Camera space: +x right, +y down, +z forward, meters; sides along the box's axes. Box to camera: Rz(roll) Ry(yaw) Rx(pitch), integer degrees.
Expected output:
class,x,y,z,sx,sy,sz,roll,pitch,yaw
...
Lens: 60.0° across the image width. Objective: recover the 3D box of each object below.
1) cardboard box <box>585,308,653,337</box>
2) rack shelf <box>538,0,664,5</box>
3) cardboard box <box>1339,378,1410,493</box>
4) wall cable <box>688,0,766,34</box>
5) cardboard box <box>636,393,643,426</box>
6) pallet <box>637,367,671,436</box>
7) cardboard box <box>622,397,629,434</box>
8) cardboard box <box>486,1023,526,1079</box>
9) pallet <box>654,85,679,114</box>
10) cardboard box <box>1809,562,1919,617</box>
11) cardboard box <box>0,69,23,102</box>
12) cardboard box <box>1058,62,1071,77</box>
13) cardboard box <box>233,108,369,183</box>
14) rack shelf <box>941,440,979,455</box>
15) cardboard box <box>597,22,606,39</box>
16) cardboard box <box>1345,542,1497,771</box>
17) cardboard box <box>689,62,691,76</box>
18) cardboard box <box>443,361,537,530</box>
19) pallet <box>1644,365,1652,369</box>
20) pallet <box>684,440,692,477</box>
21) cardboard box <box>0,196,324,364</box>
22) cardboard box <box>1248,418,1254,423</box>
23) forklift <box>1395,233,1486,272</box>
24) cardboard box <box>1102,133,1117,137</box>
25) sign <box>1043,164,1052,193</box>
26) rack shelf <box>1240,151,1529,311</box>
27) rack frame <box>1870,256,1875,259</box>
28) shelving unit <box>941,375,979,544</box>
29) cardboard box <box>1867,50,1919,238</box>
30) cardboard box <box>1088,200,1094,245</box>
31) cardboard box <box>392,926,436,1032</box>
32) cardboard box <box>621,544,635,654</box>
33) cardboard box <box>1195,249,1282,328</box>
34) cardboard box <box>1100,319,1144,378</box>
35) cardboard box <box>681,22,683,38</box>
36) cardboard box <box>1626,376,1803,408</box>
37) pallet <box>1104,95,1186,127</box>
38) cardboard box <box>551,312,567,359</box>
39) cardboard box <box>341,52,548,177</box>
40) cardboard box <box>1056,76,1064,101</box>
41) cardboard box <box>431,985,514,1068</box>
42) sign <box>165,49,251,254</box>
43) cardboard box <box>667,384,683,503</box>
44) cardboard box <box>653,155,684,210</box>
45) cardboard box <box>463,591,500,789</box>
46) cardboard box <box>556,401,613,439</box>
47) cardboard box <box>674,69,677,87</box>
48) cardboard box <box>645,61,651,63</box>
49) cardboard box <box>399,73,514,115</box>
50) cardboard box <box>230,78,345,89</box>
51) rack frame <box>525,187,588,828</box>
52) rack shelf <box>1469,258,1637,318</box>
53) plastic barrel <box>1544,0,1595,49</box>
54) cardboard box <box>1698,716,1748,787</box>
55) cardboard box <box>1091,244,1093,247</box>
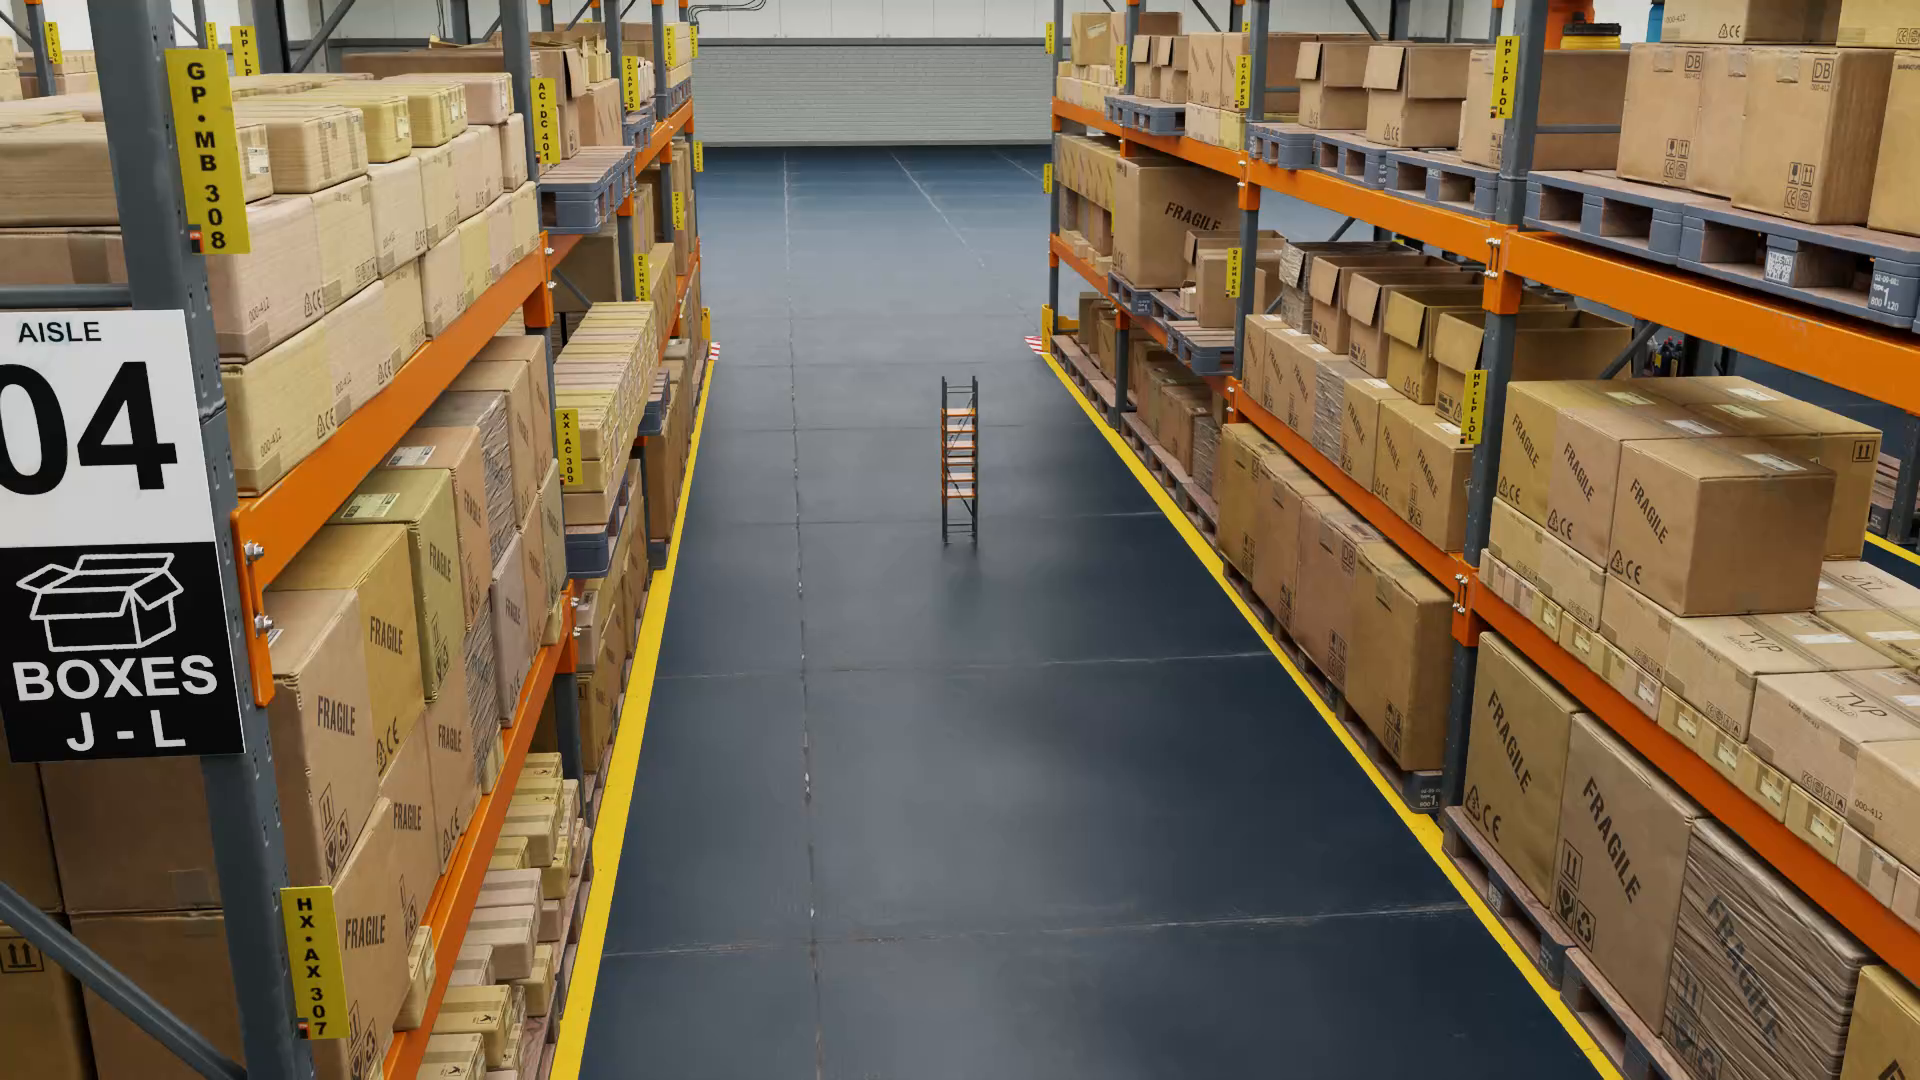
class,x,y,z,sx,sy,sz,roll,pitch,yaw
cardboard box,-2.062,-1.306,10.054,0.380,0.149,0.250,-2,18,-6
rack shelf,-2.798,-4.072,11.994,1.077,0.370,4.000,-2,18,-6
cardboard box,2.340,-0.561,8.790,0.500,0.500,0.500,-2,18,-6
wall cable,-6.730,-17.589,47.501,2.305,6.003,0.169,-2,18,-6
cardboard box,-1.957,-0.714,9.161,0.380,0.149,0.250,-1,17,-4
pallet,-2.412,-0.848,10.189,1.213,0.211,1.003,-2,18,-6
cardboard box,-1.876,-0.622,8.373,0.380,0.149,0.250,-1,17,-3
cardboard box,-1.675,1.769,5.594,0.380,0.149,0.250,-2,18,-6
pallet,-3.078,-3.973,14.964,1.003,0.211,1.213,-2,18,-6
cardboard box,3.180,0.280,6.032,0.500,0.250,0.500,-1,17,-5
cardboard box,-7.713,-3.547,13.010,0.500,0.250,0.500,-2,18,-7
cardboard box,1.256,-5.035,17.785,0.380,0.149,0.250,-1,17,-4
cardboard box,-1.562,-0.889,3.742,0.380,0.149,0.250,-2,17,-5
rack shelf,-0.001,-0.649,11.988,0.258,0.103,0.180,-2,18,-6
cardboard box,-3.465,-4.681,15.291,0.380,0.149,0.250,-2,18,-5
cardboard box,2.679,0.544,8.284,1.225,0.875,0.875,-2,18,-5
cardboard box,-3.020,-4.927,17.408,0.380,0.149,0.250,-2,18,-5
cardboard box,-1.803,-0.338,5.912,0.500,0.500,0.500,-2,18,-7
pallet,6.709,-1.851,17.722,1.003,0.211,1.213,-2,18,-6
pallet,-2.850,-0.782,14.315,1.003,0.211,1.213,-2,18,-6
cardboard box,-1.555,-0.505,3.184,0.500,0.250,0.500,-1,17,-5
cardboard box,2.253,-0.845,12.048,0.500,0.250,0.500,-1,17,-3
forklift,4.355,-2.195,14.276,1.130,2.935,3.031,-2,17,-5
cardboard box,1.830,-4.165,18.104,0.500,0.500,0.500,-2,18,-6
sign,0.987,-4.051,18.628,0.100,0.325,0.005,-2,18,-6
rack shelf,2.558,-1.763,8.979,1.077,0.370,4.000,-2,18,-6
rack frame,11.381,-3.960,19.782,1.000,3.000,0.127,-2,18,-6
shelving unit,-0.001,-0.577,12.011,0.258,1.200,0.189,-2,18,-6
cardboard box,3.031,-1.092,4.605,0.700,0.500,0.500,-3,18,-9
cardboard box,1.776,-3.235,16.809,0.875,0.500,0.500,-2,18,-6
cardboard box,-1.516,1.092,4.110,0.380,0.149,0.250,-2,18,-7
cardboard box,-2.143,0.344,9.546,0.500,0.500,0.500,-3,18,-8
cardboard box,2.100,-1.842,12.169,0.700,0.500,0.500,1,17,3
cardboard box,1.729,-1.944,16.834,0.500,0.500,0.500,-3,18,-11
cardboard box,-2.914,-5.003,16.317,0.380,0.149,0.250,-2,18,-6
cardboard box,3.078,-0.379,6.878,0.500,0.500,0.500,-1,17,-4
pallet,1.897,-3.617,13.997,1.213,0.211,1.003,-2,18,-6
cardboard box,-2.905,-1.322,11.213,0.500,0.500,0.500,-2,18,-6
cardboard box,-2.109,-1.752,6.874,0.700,0.500,0.500,-2,18,-6
cardboard box,1.320,-4.863,17.901,0.500,0.250,0.500,-1,17,-4
cardboard box,-1.638,1.553,5.287,0.380,0.149,0.250,-2,17,-5
sign,-1.227,-0.630,2.708,0.100,0.325,0.005,-2,18,-6
cardboard box,-2.659,-0.720,12.517,1.050,0.750,0.750,-2,17,-5
cardboard box,-3.100,-3.363,15.828,0.875,0.550,0.550,-2,18,-6
cardboard box,-1.715,0.447,5.083,0.500,0.500,0.500,-2,18,-7
cardboard box,-1.797,-0.535,7.599,0.380,0.149,0.250,-1,17,-4
cardboard box,-2.757,-4.170,14.994,0.380,0.149,0.250,-2,18,-6
cardboard box,-2.772,-3.742,13.463,0.500,0.250,0.500,-2,17,-5
cardboard box,-1.875,-1.660,6.199,0.380,0.149,0.250,-3,18,-8
cardboard box,-2.313,-1.496,5.675,0.380,0.149,0.250,-2,18,-6
rack frame,-2.179,0.044,7.031,1.000,3.000,0.127,-2,18,-6
rack shelf,6.660,-2.869,17.508,1.077,0.370,4.000,-2,18,-6
plastic barrel,6.630,-5.503,18.273,0.600,0.830,0.708,-2,18,-6
cardboard box,2.656,0.681,5.421,0.380,0.149,0.250,-1,17,-5
cardboard box,1.535,-2.922,16.897,0.380,0.149,0.250,-2,18,-6
